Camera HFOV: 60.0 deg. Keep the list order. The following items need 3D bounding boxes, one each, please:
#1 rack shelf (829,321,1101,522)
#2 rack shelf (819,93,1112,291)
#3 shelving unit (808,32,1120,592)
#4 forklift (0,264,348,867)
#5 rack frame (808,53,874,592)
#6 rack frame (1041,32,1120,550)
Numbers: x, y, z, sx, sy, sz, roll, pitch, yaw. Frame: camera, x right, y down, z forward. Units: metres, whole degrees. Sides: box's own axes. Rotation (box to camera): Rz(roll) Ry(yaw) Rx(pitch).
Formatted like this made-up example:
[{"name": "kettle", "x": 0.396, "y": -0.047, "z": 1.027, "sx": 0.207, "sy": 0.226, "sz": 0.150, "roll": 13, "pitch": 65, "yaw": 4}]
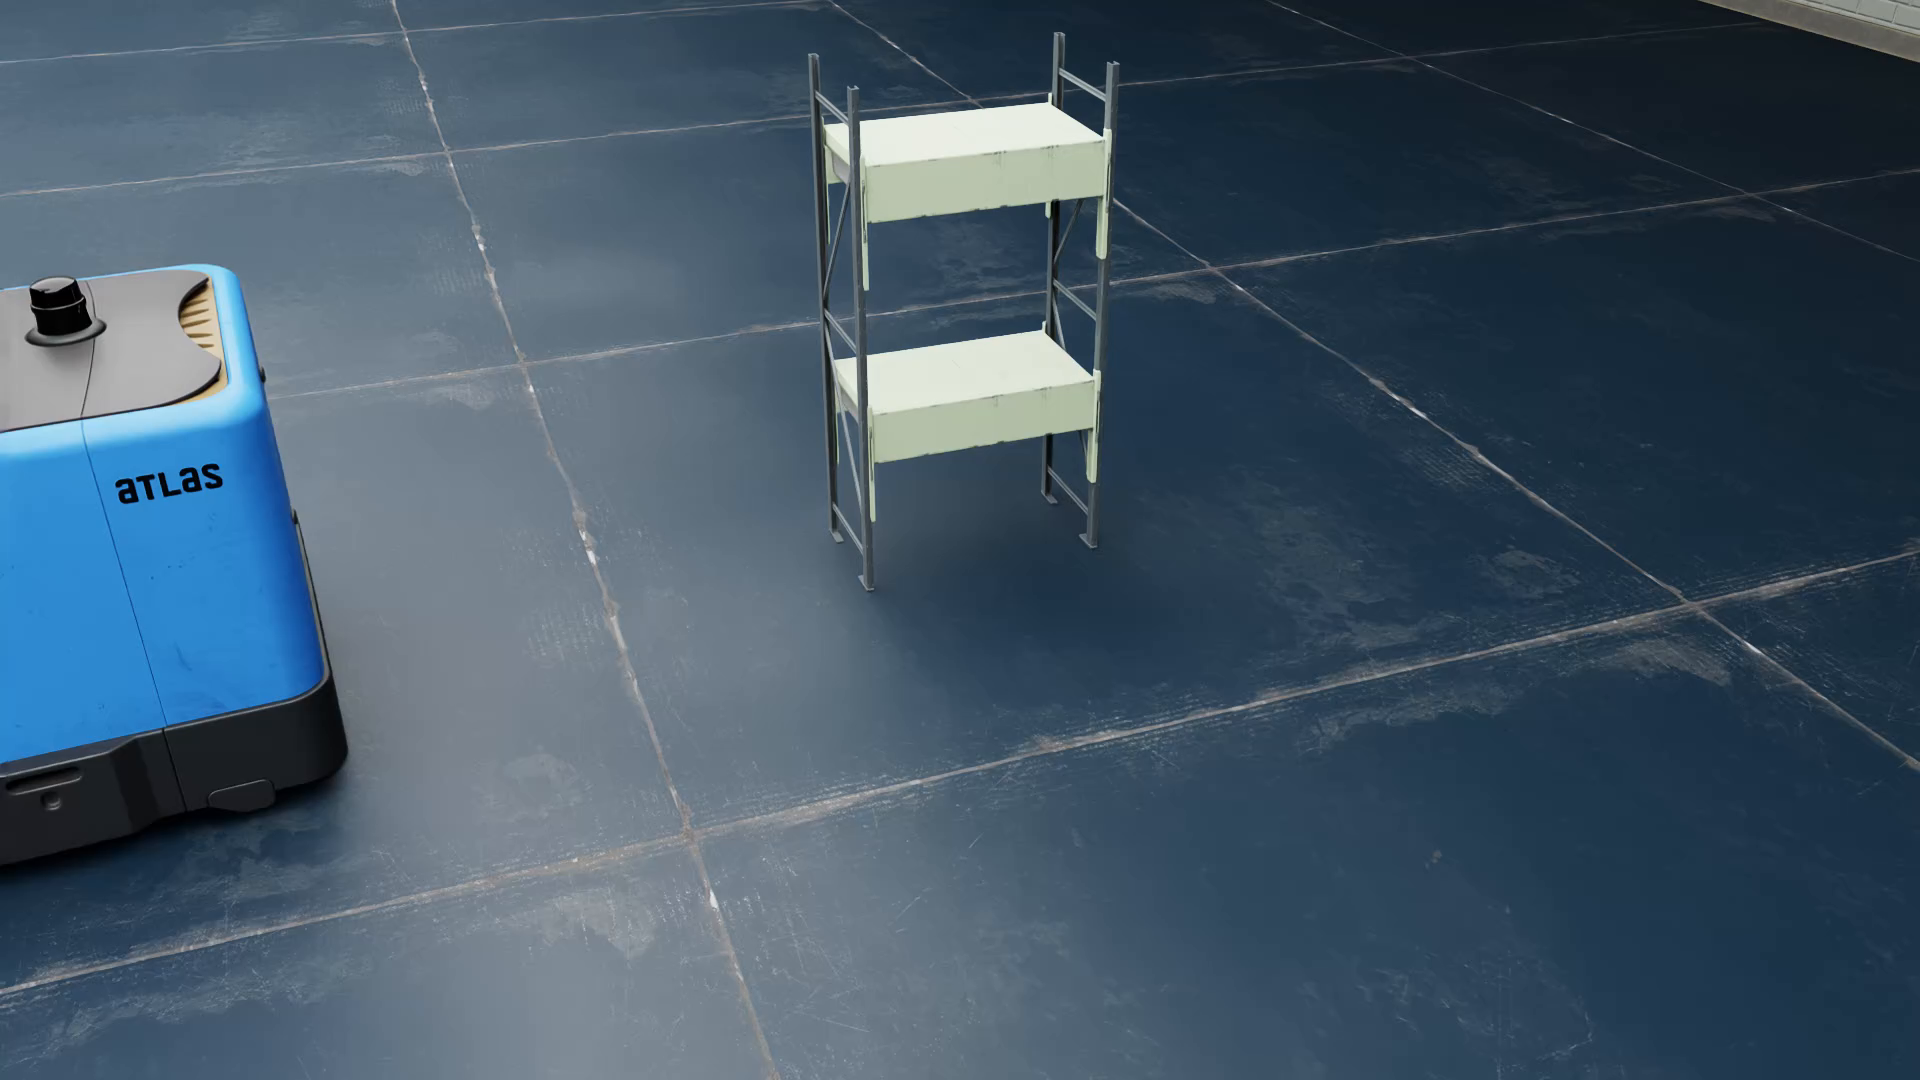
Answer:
[{"name": "rack shelf", "x": 0.006, "y": -0.370, "z": 5.042, "sx": 0.720, "sy": 0.370, "sz": 0.431, "roll": -10, "pitch": 31, "yaw": -18}, {"name": "rack shelf", "x": 0.006, "y": -0.992, "z": 4.688, "sx": 0.720, "sy": 0.370, "sz": 0.431, "roll": -10, "pitch": 31, "yaw": -18}, {"name": "shelving unit", "x": 0.006, "y": -0.653, "z": 4.881, "sx": 0.755, "sy": 1.500, "sz": 0.431, "roll": -10, "pitch": 31, "yaw": -18}, {"name": "forklift", "x": -3.094, "y": -0.569, "z": 3.288, "sx": 3.031, "sy": 2.935, "sz": 1.130, "roll": -12, "pitch": 32, "yaw": -21}, {"name": "rack frame", "x": -0.337, "y": -0.590, "z": 4.770, "sx": 0.023, "sy": 1.500, "sz": 0.400, "roll": -10, "pitch": 31, "yaw": -18}, {"name": "rack frame", "x": 0.349, "y": -0.716, "z": 4.992, "sx": 0.023, "sy": 1.500, "sz": 0.400, "roll": -10, "pitch": 31, "yaw": -18}]
